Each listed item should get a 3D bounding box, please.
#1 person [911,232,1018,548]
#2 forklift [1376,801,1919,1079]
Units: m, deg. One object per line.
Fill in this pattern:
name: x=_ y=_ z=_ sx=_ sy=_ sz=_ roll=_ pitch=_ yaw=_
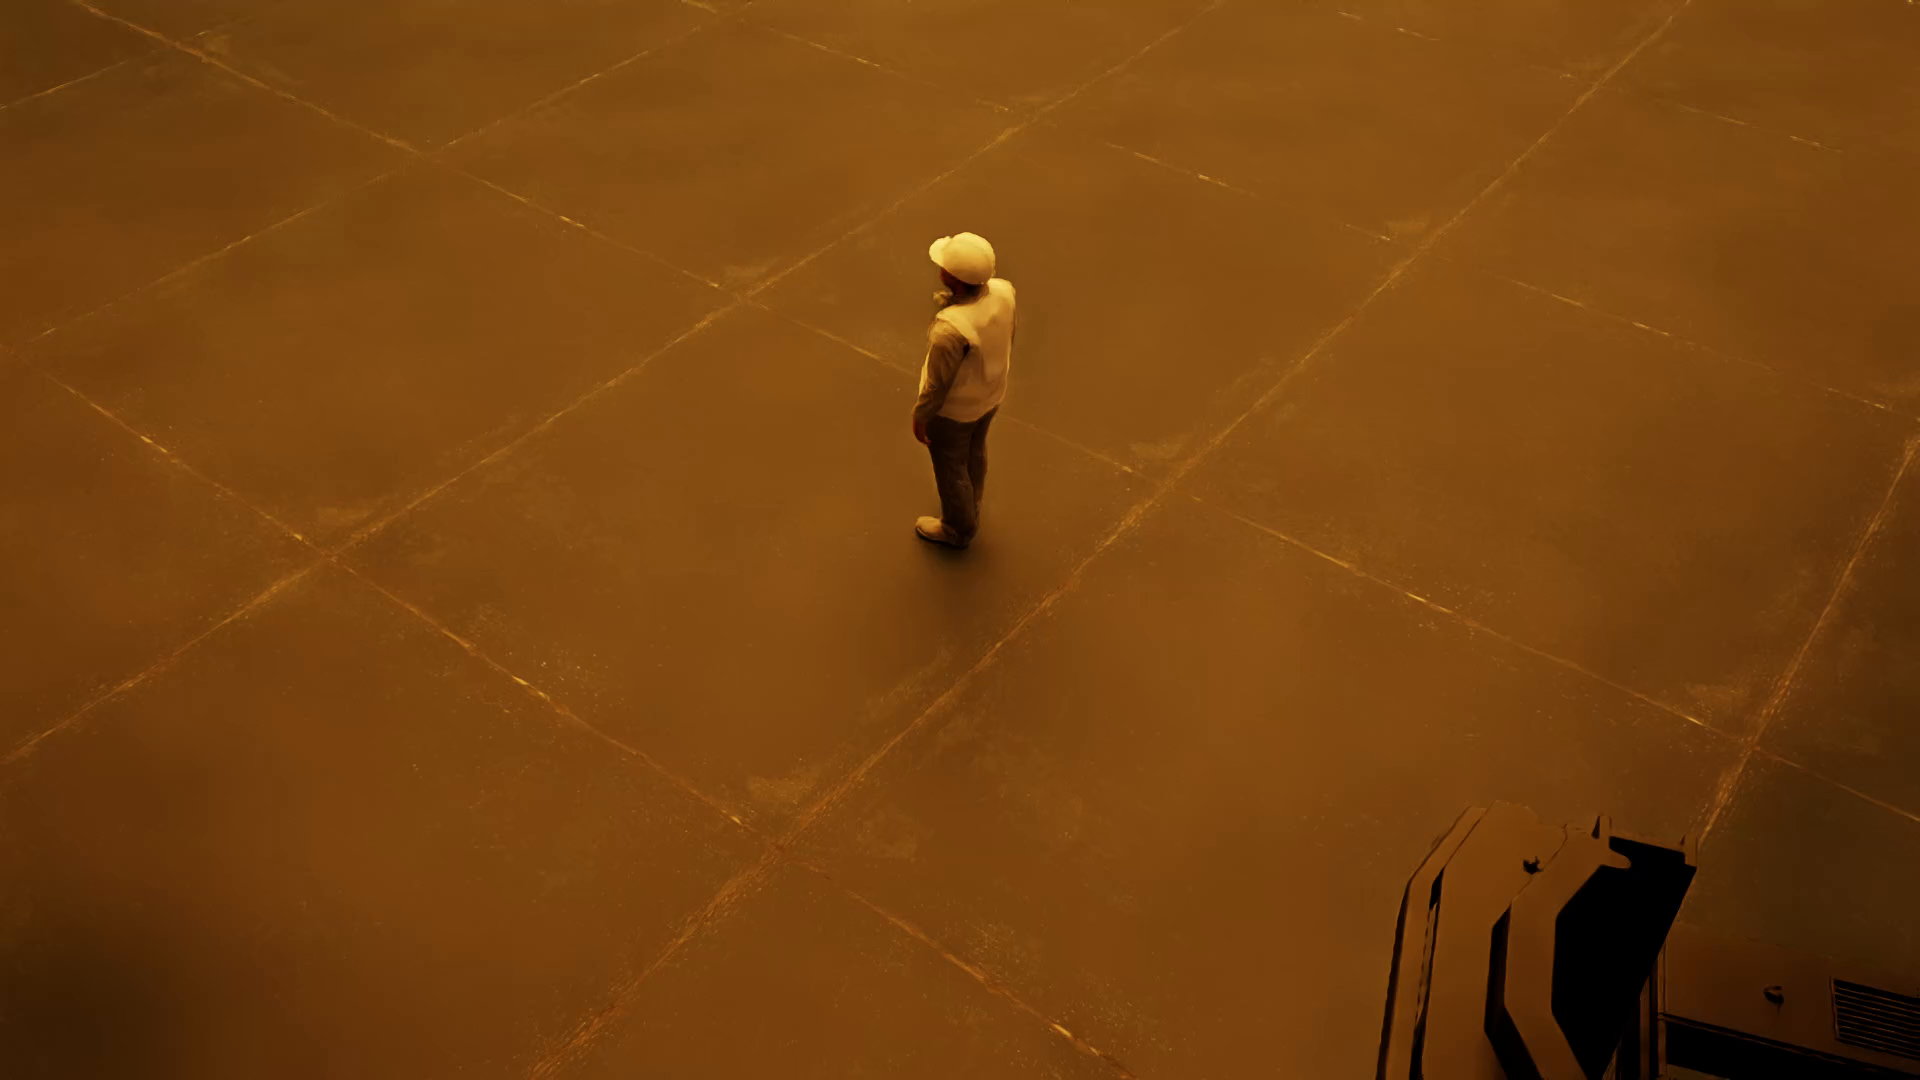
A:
person: x=-0.045 y=-0.709 z=7.787 sx=0.567 sy=1.773 sz=0.632 roll=26 pitch=47 yaw=28
forklift: x=1.601 y=1.974 z=3.759 sx=3.031 sy=2.935 sz=1.130 roll=12 pitch=42 yaw=13
